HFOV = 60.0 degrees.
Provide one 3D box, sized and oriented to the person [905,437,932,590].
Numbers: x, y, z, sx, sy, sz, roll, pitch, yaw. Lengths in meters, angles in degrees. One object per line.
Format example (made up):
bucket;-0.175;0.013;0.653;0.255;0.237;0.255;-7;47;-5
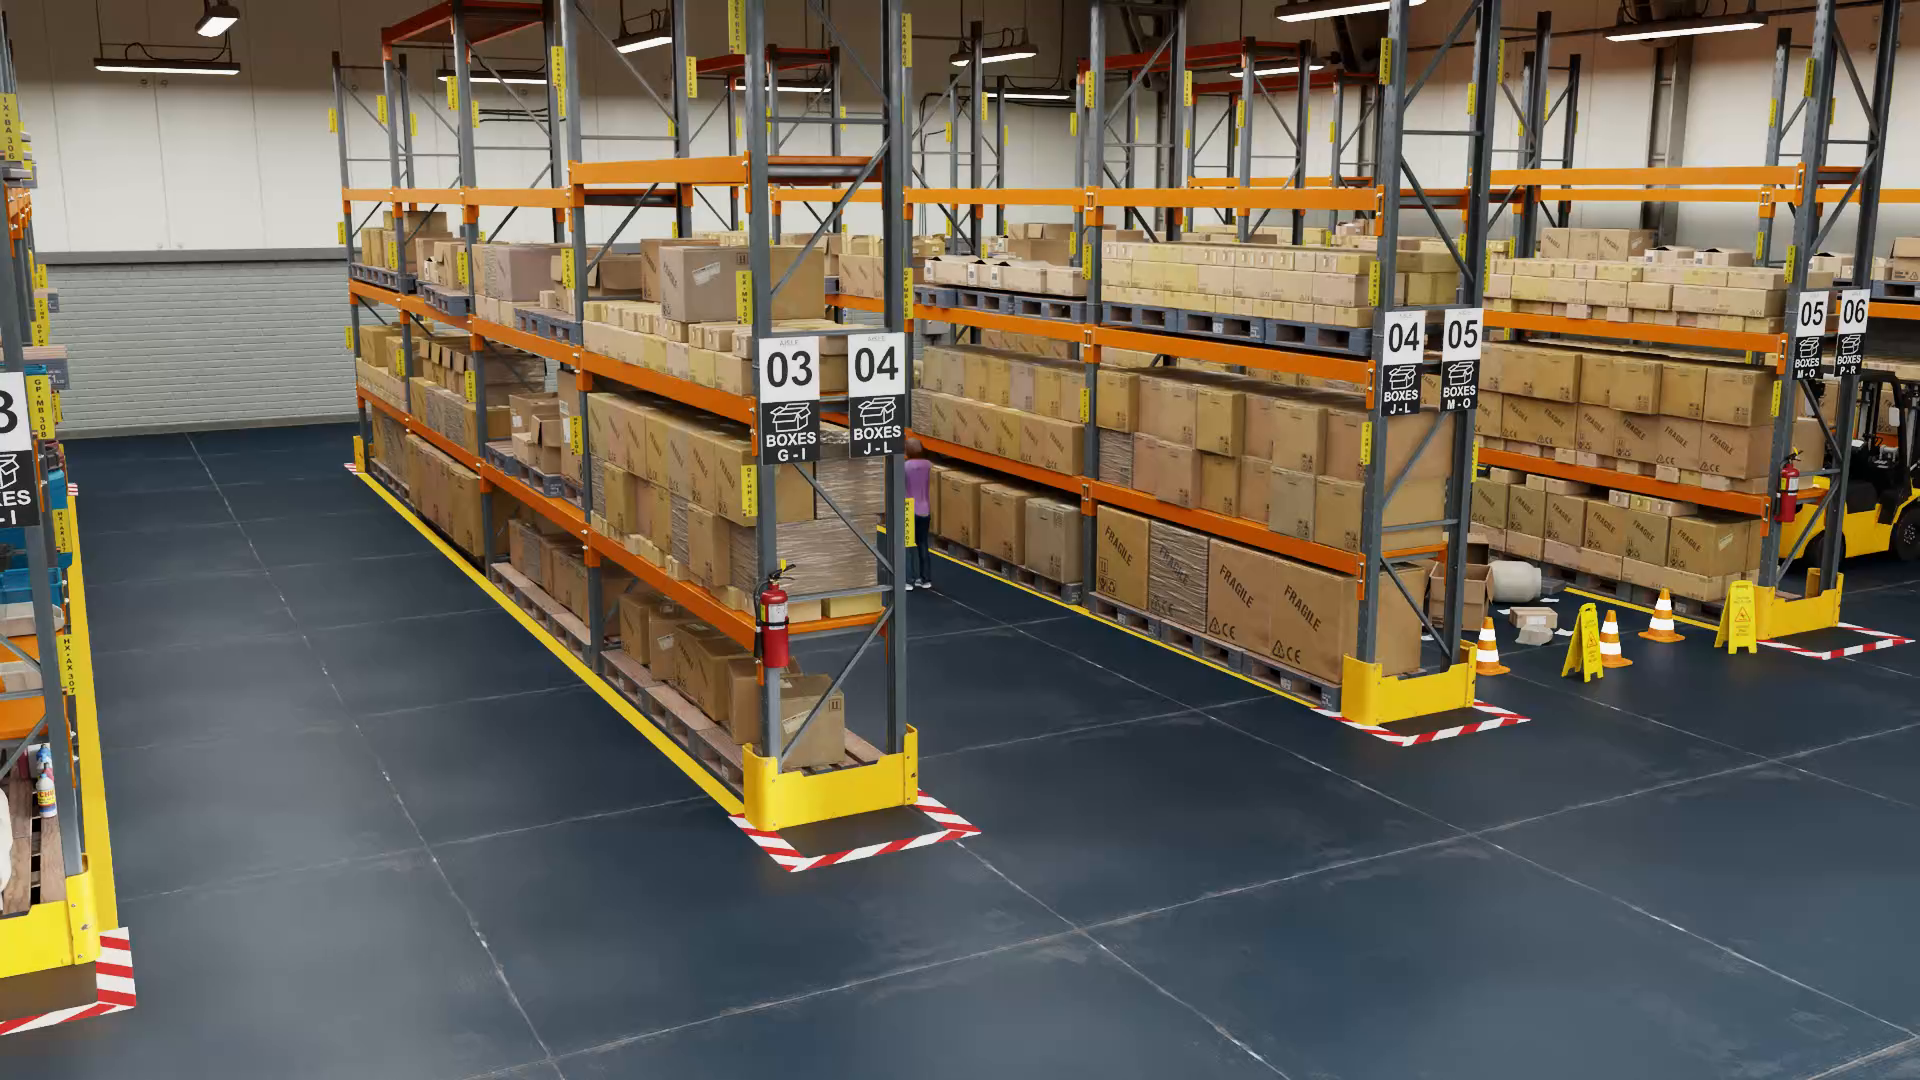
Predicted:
person;-0.515;-0.289;17.330;0.438;1.602;0.471;-7;14;-28
